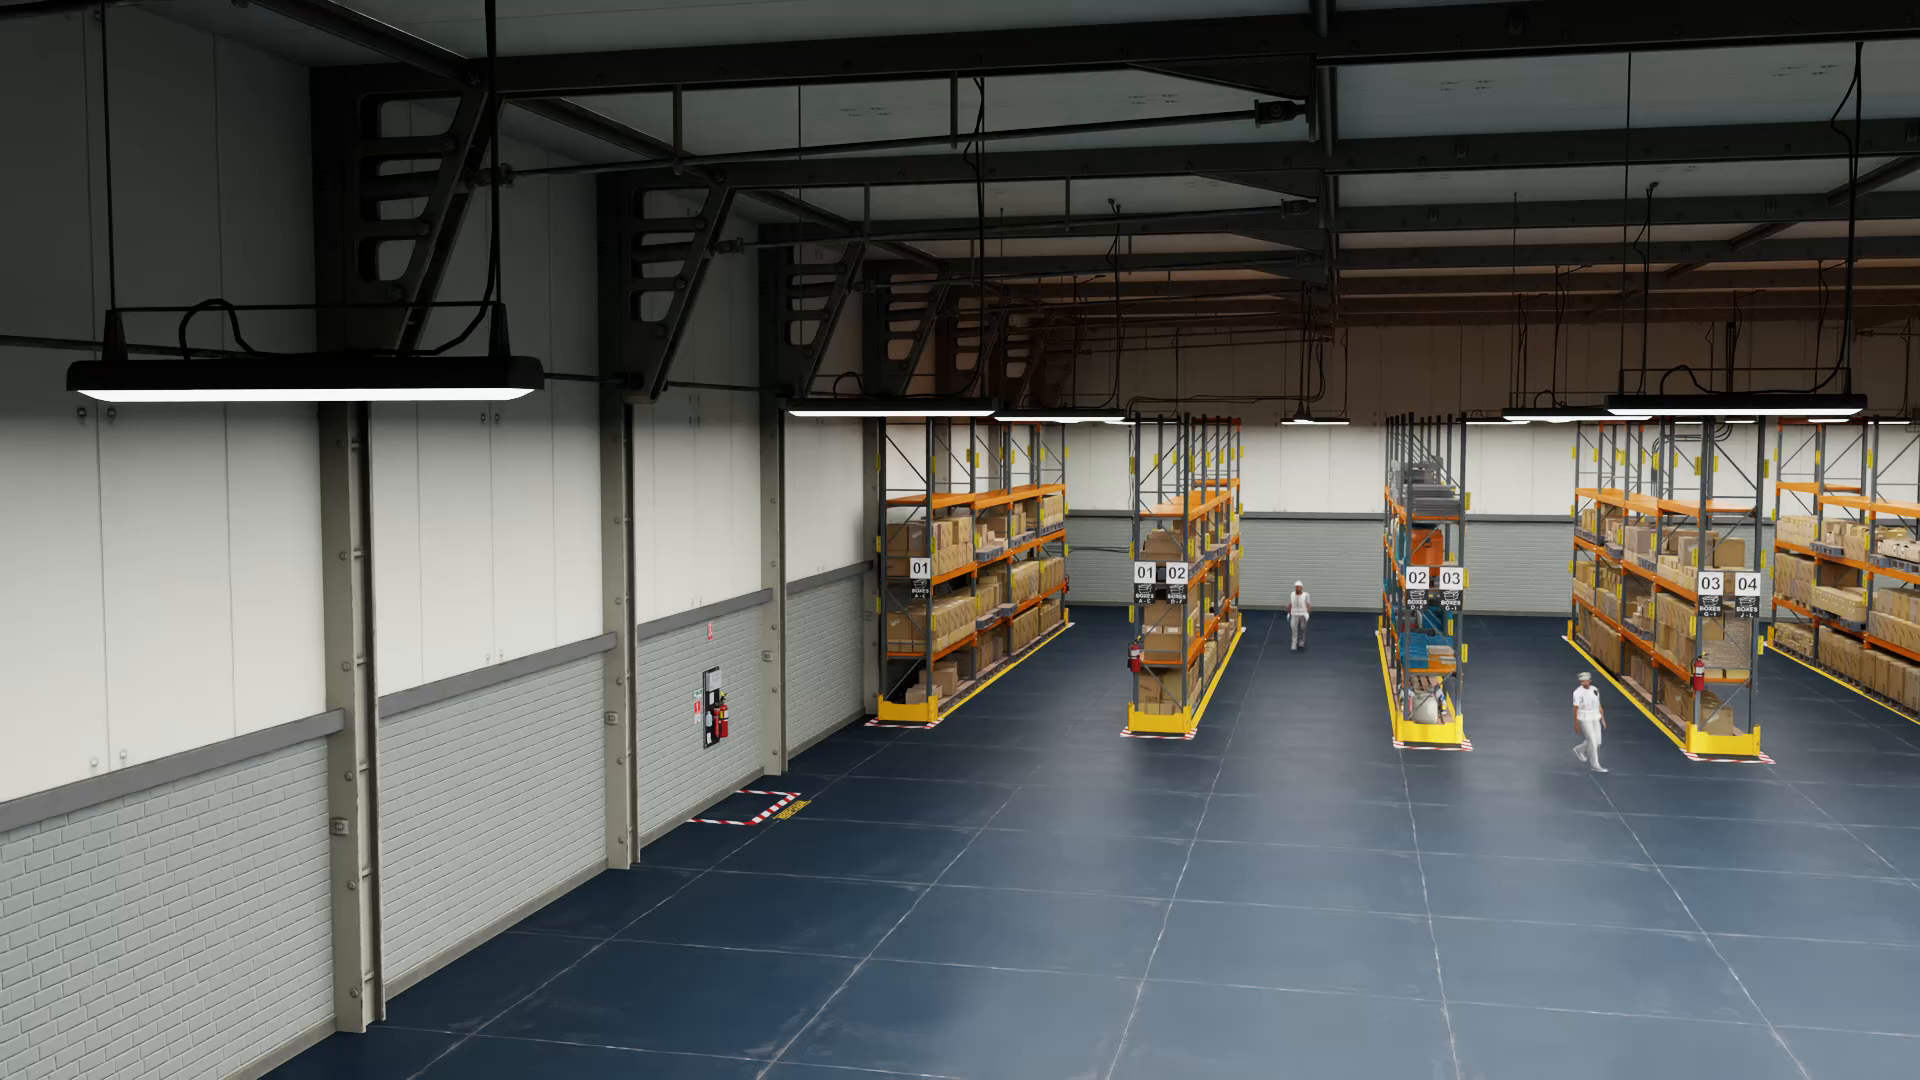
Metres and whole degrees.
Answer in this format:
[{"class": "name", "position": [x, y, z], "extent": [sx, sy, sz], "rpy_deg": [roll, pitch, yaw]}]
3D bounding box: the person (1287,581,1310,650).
[{"class": "person", "position": [8.730, 1.929, 42.885], "extent": [0.601, 1.720, 1.039], "rpy_deg": [1, 4, 15]}]

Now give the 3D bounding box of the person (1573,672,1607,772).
[{"class": "person", "position": [10.516, 3.015, 27.819], "extent": [0.460, 1.632, 0.820], "rpy_deg": [-1, 4, -19]}]
